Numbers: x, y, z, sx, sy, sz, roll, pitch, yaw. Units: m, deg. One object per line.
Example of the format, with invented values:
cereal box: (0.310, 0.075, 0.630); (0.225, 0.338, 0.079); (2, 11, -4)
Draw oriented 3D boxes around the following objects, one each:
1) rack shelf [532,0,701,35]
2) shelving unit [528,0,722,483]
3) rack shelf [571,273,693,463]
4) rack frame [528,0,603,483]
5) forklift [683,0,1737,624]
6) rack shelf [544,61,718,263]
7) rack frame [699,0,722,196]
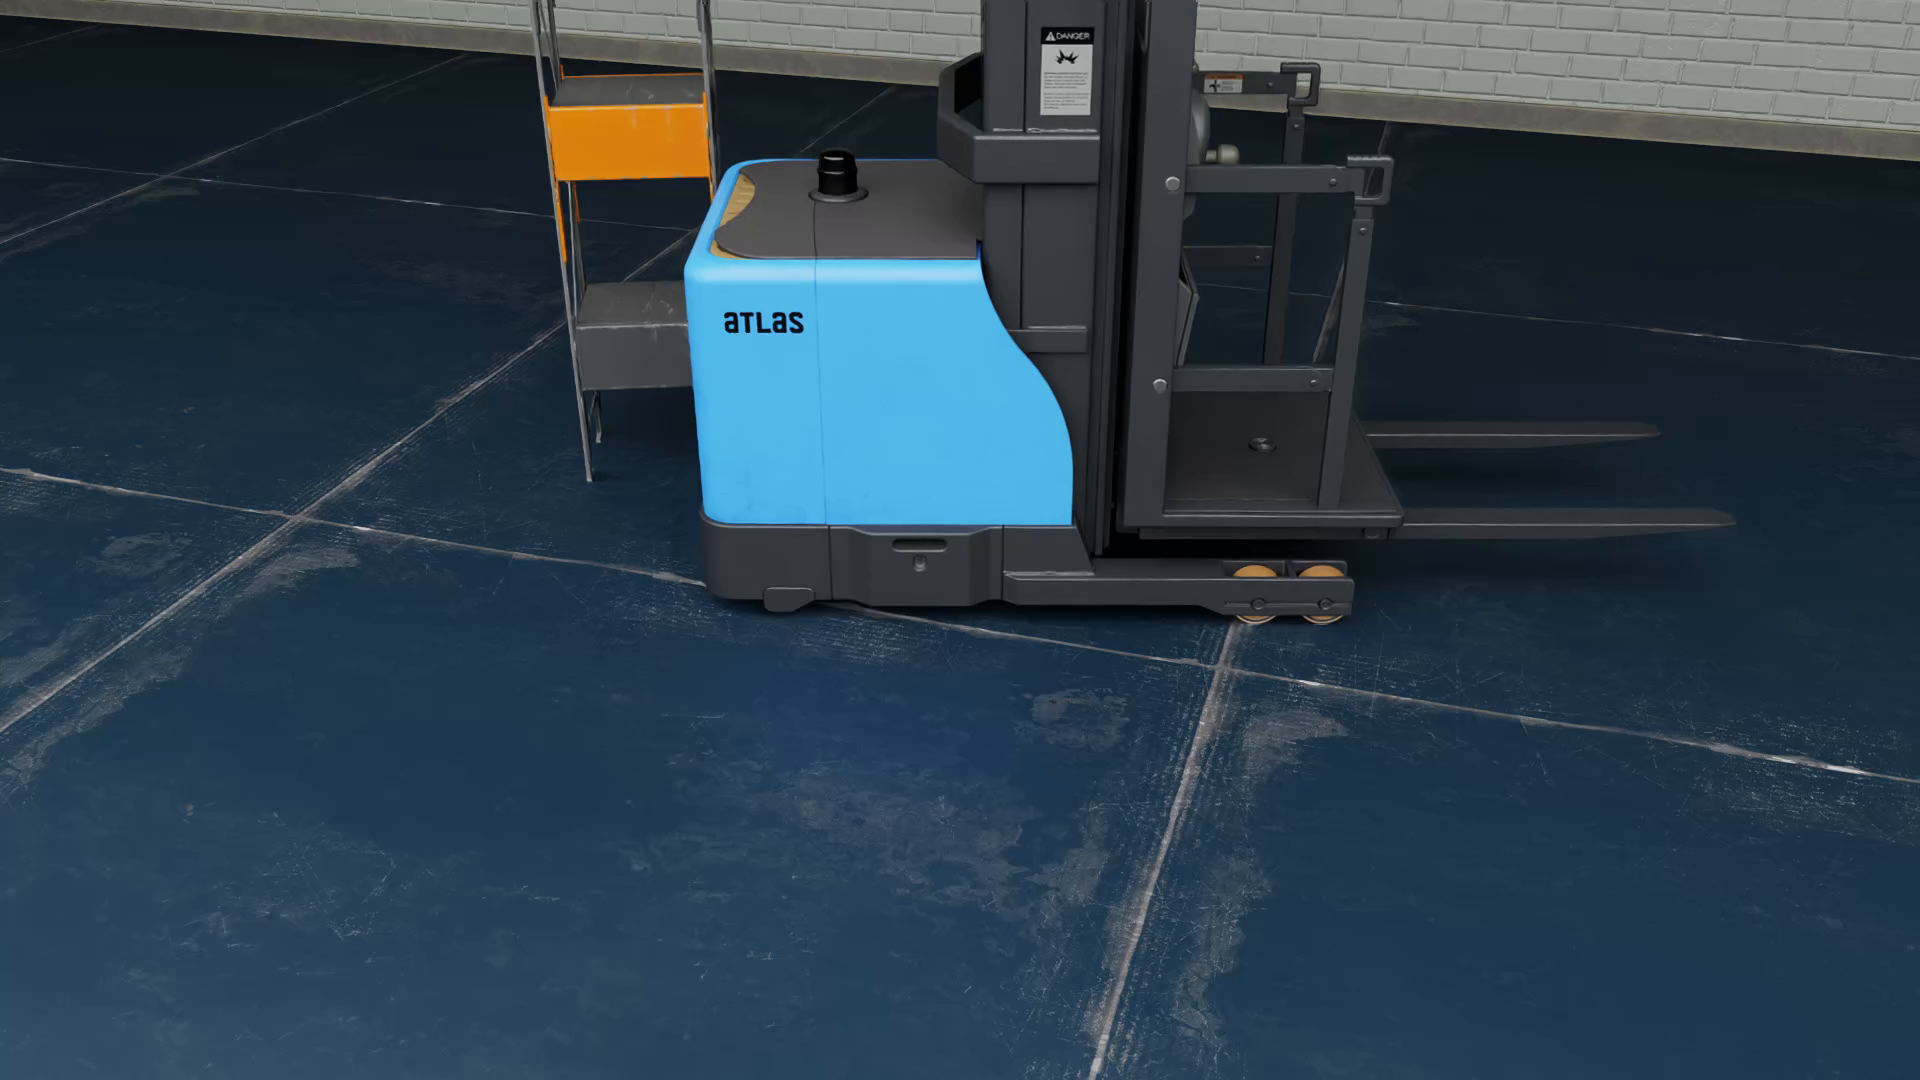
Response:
rack shelf: (-1.023, -1.817, 4.945); (0.480, 0.518, 0.431); (-3, 29, -5)
shelving unit: (-1.023, -1.217, 5.278); (0.503, 2.100, 0.431); (-3, 29, -5)
rack shelf: (-1.023, -0.594, 5.625); (0.480, 0.518, 0.431); (-3, 29, -5)
rack frame: (-1.265, -1.206, 5.258); (0.015, 2.100, 0.400); (-3, 29, -5)
forklift: (0.768, -1.299, 4.569); (3.031, 2.935, 1.130); (0, 29, 0)
rack shelf: (-1.023, -1.205, 5.285); (0.480, 0.518, 0.431); (-3, 29, -5)
rack frame: (-0.780, -1.229, 5.299); (0.015, 2.100, 0.400); (-3, 29, -5)
